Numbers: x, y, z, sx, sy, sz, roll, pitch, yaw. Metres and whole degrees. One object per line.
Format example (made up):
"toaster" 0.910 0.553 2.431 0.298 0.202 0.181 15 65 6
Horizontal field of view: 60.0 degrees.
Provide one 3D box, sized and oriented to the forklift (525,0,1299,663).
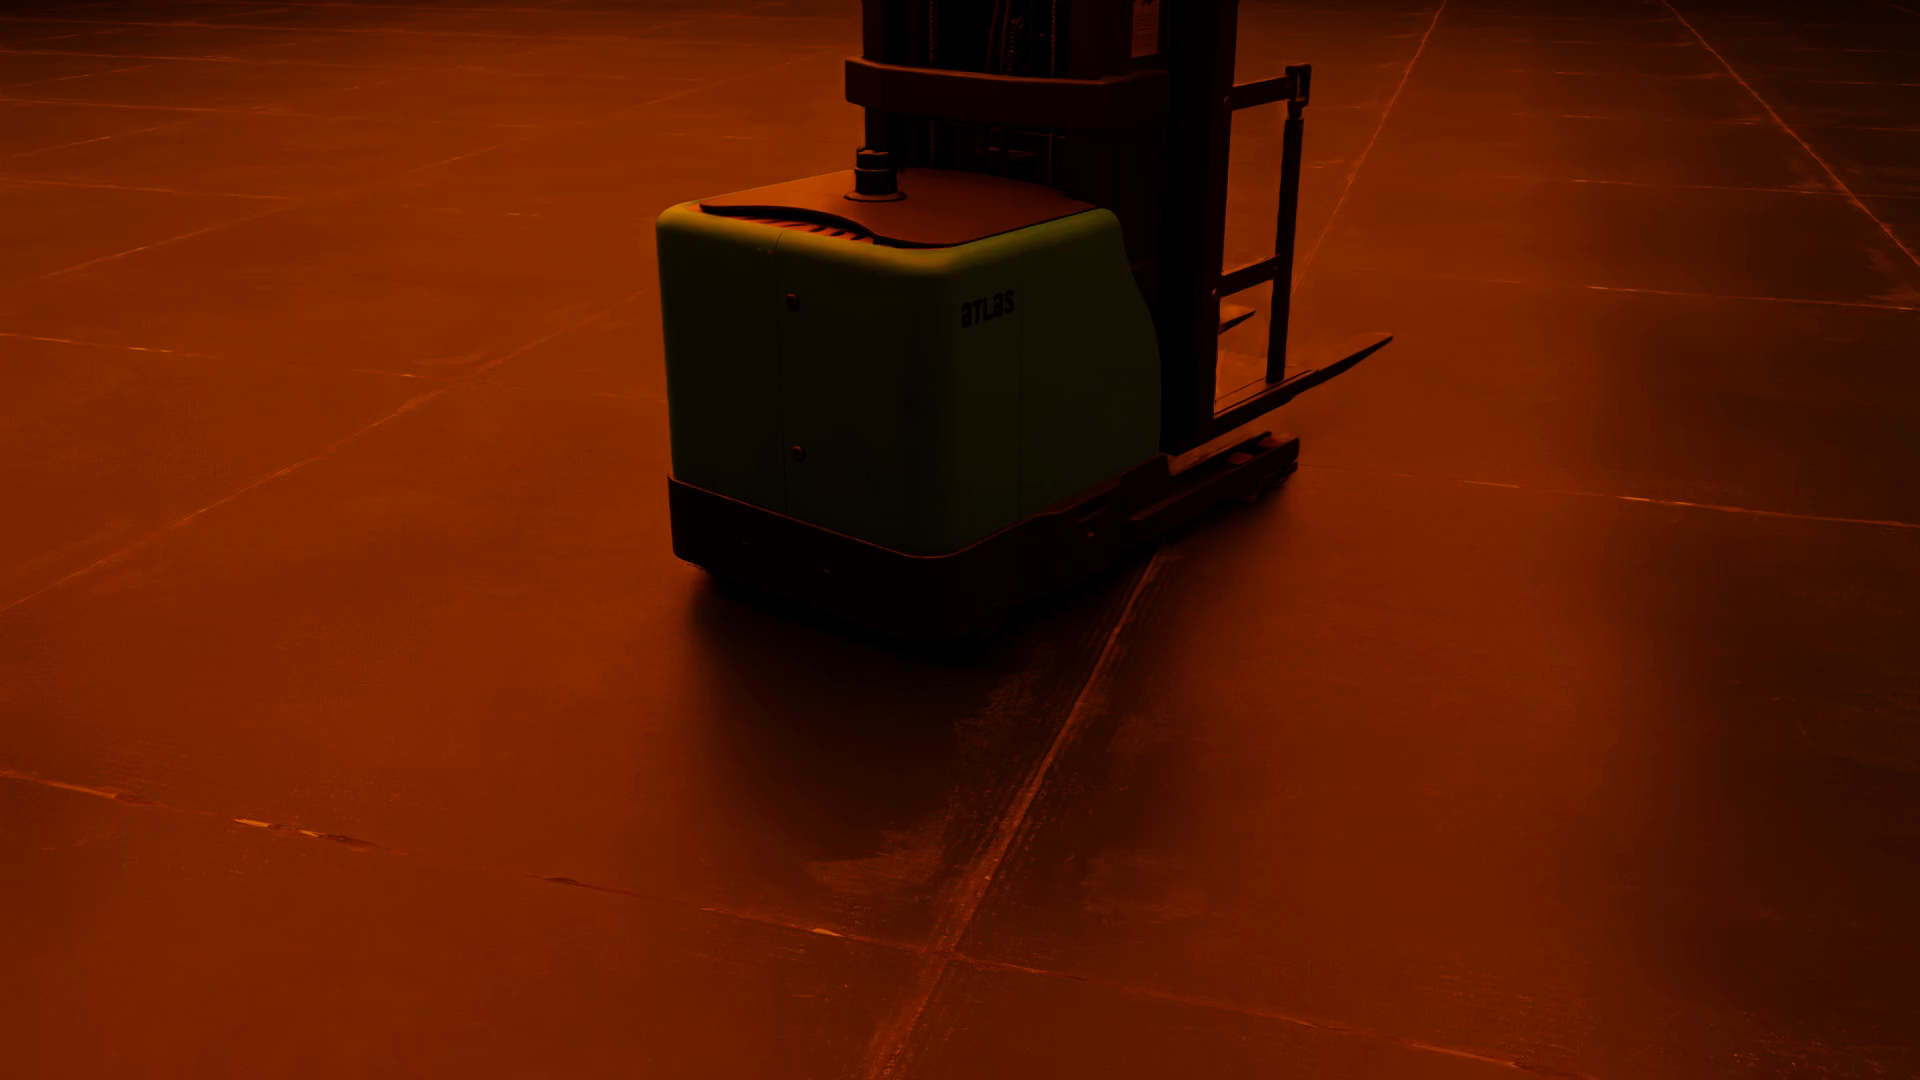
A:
"forklift" -0.421 -1.532 4.991 1.130 2.935 3.031 -18 28 -37
